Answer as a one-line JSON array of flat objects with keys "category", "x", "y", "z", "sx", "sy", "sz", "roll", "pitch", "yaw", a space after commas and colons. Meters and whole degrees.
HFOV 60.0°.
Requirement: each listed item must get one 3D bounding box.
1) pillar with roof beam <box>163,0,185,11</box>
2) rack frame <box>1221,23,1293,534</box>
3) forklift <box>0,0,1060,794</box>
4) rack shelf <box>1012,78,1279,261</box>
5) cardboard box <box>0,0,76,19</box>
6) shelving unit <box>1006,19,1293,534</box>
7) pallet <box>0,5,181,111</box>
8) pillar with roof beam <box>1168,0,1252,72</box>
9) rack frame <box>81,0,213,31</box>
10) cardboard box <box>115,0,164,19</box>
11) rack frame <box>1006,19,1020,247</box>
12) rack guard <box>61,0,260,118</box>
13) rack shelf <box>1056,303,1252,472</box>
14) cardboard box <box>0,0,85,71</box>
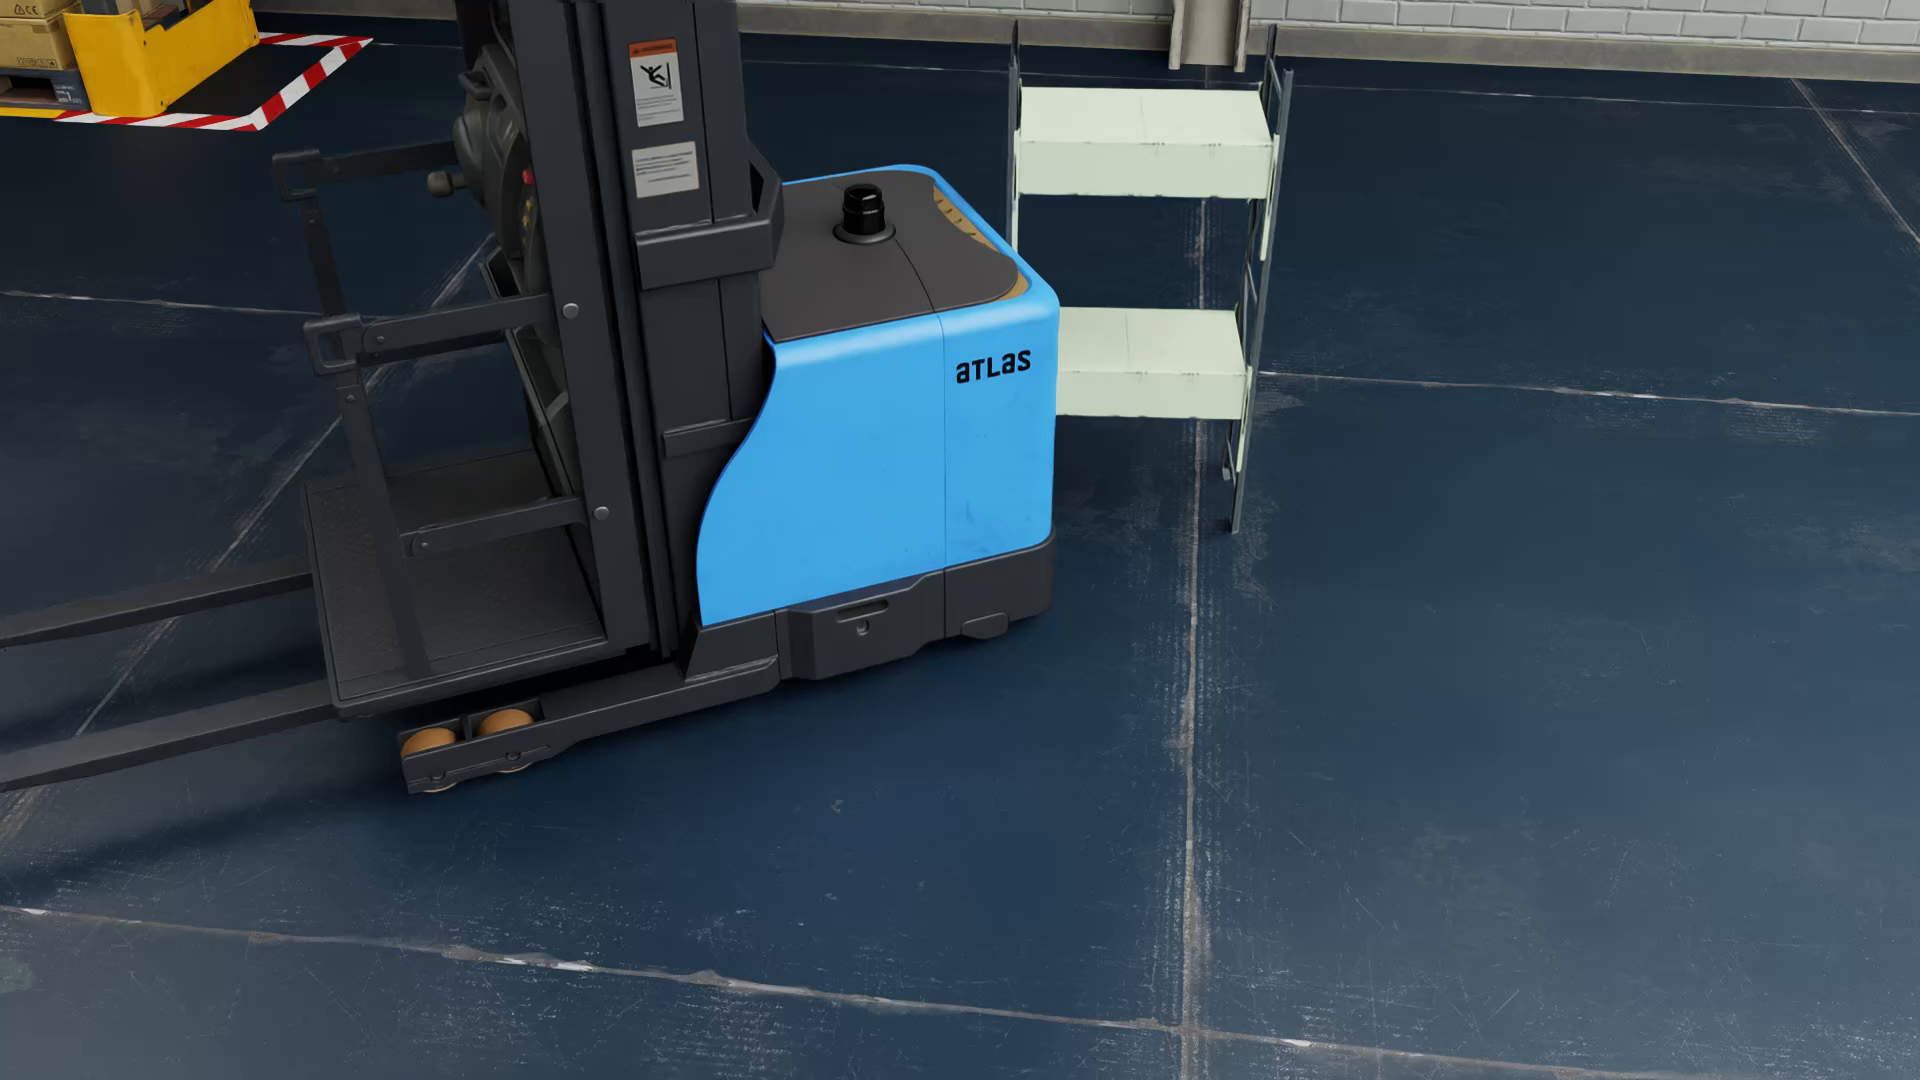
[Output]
[{"category": "pillar with roof beam", "x": -5.193, "y": -4.168, "z": 3.344, "sx": 0.400, "sy": 9.000, "sz": 9.100, "roll": 4, "pitch": 36, "yaw": 6}, {"category": "rack frame", "x": 0.881, "y": -0.745, "z": 5.002, "sx": 0.023, "sy": 1.500, "sz": 0.400, "roll": 2, "pitch": 36, "yaw": 2}, {"category": "forklift", "x": -1.293, "y": -0.886, "z": 3.968, "sx": 3.031, "sy": 2.935, "sz": 1.130, "roll": -13, "pitch": 38, "yaw": -18}, {"category": "rack shelf", "x": 0.516, "y": -1.072, "z": 4.789, "sx": 0.720, "sy": 0.370, "sz": 0.431, "roll": 2, "pitch": 36, "yaw": 2}, {"category": "cardboard box", "x": -4.592, "y": -2.747, "z": 8.092, "sx": 0.500, "sy": 0.250, "sz": 0.500, "roll": 4, "pitch": 36, "yaw": 5}, {"category": "shelving unit", "x": 0.516, "y": -0.754, "z": 5.016, "sx": 0.755, "sy": 1.500, "sz": 0.431, "roll": 2, "pitch": 36, "yaw": 2}, {"category": "pallet", "x": -4.833, "y": -2.533, "z": 8.618, "sx": 1.213, "sy": 0.211, "sz": 1.003, "roll": 4, "pitch": 36, "yaw": 6}, {"category": "pillar with roof beam", "x": 0.758, "y": -3.724, "z": 2.722, "sx": 0.400, "sy": 9.000, "sz": 9.100, "roll": 4, "pitch": 36, "yaw": 6}, {"category": "rack frame", "x": -4.069, "y": -3.636, "z": 7.762, "sx": 0.127, "sy": 3.000, "sz": 1.000, "roll": 4, "pitch": 36, "yaw": 6}, {"category": "cardboard box", "x": -4.531, "y": -2.837, "z": 8.648, "sx": 0.500, "sy": 0.250, "sz": 0.500, "roll": 4, "pitch": 36, "yaw": 6}, {"category": "rack frame", "x": 0.150, "y": -0.764, "z": 5.029, "sx": 0.023, "sy": 1.500, "sz": 0.400, "roll": 2, "pitch": 36, "yaw": 2}, {"category": "rack guard", "x": -4.045, "y": -2.617, "z": 8.486, "sx": 0.348, "sy": 0.500, "sz": 1.175, "roll": 4, "pitch": 36, "yaw": 6}, {"category": "rack shelf", "x": 0.516, "y": -0.489, "z": 5.205, "sx": 0.720, "sy": 0.370, "sz": 0.431, "roll": 2, "pitch": 36, "yaw": 2}, {"category": "cardboard box", "x": -4.575, "y": -2.540, "z": 8.233, "sx": 0.500, "sy": 0.250, "sz": 0.500, "roll": 5, "pitch": 36, "yaw": 6}]
